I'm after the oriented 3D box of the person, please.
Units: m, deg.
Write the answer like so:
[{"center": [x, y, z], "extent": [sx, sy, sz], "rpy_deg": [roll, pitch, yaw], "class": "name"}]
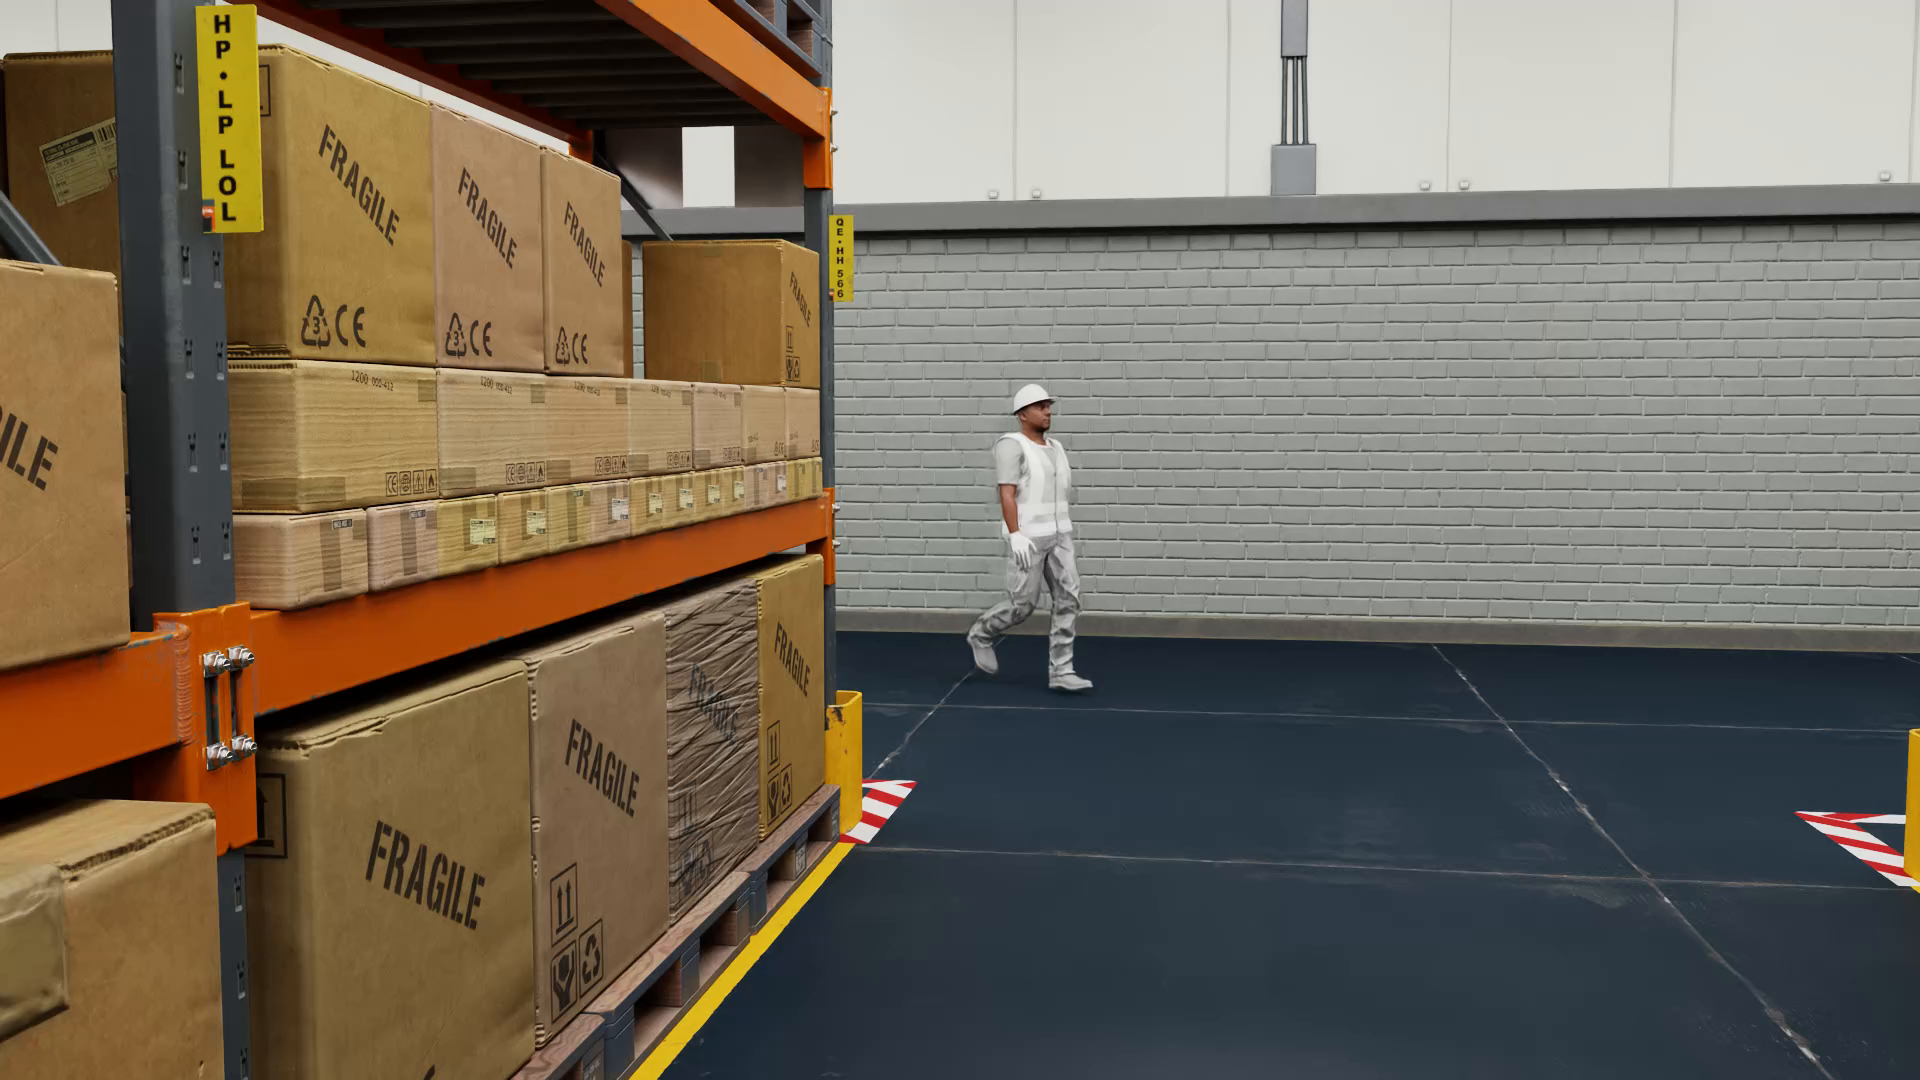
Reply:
[{"center": [0.425, -0.023, 9.616], "extent": [0.541, 1.761, 0.776], "rpy_deg": [-4, 6, -43], "class": "person"}]
